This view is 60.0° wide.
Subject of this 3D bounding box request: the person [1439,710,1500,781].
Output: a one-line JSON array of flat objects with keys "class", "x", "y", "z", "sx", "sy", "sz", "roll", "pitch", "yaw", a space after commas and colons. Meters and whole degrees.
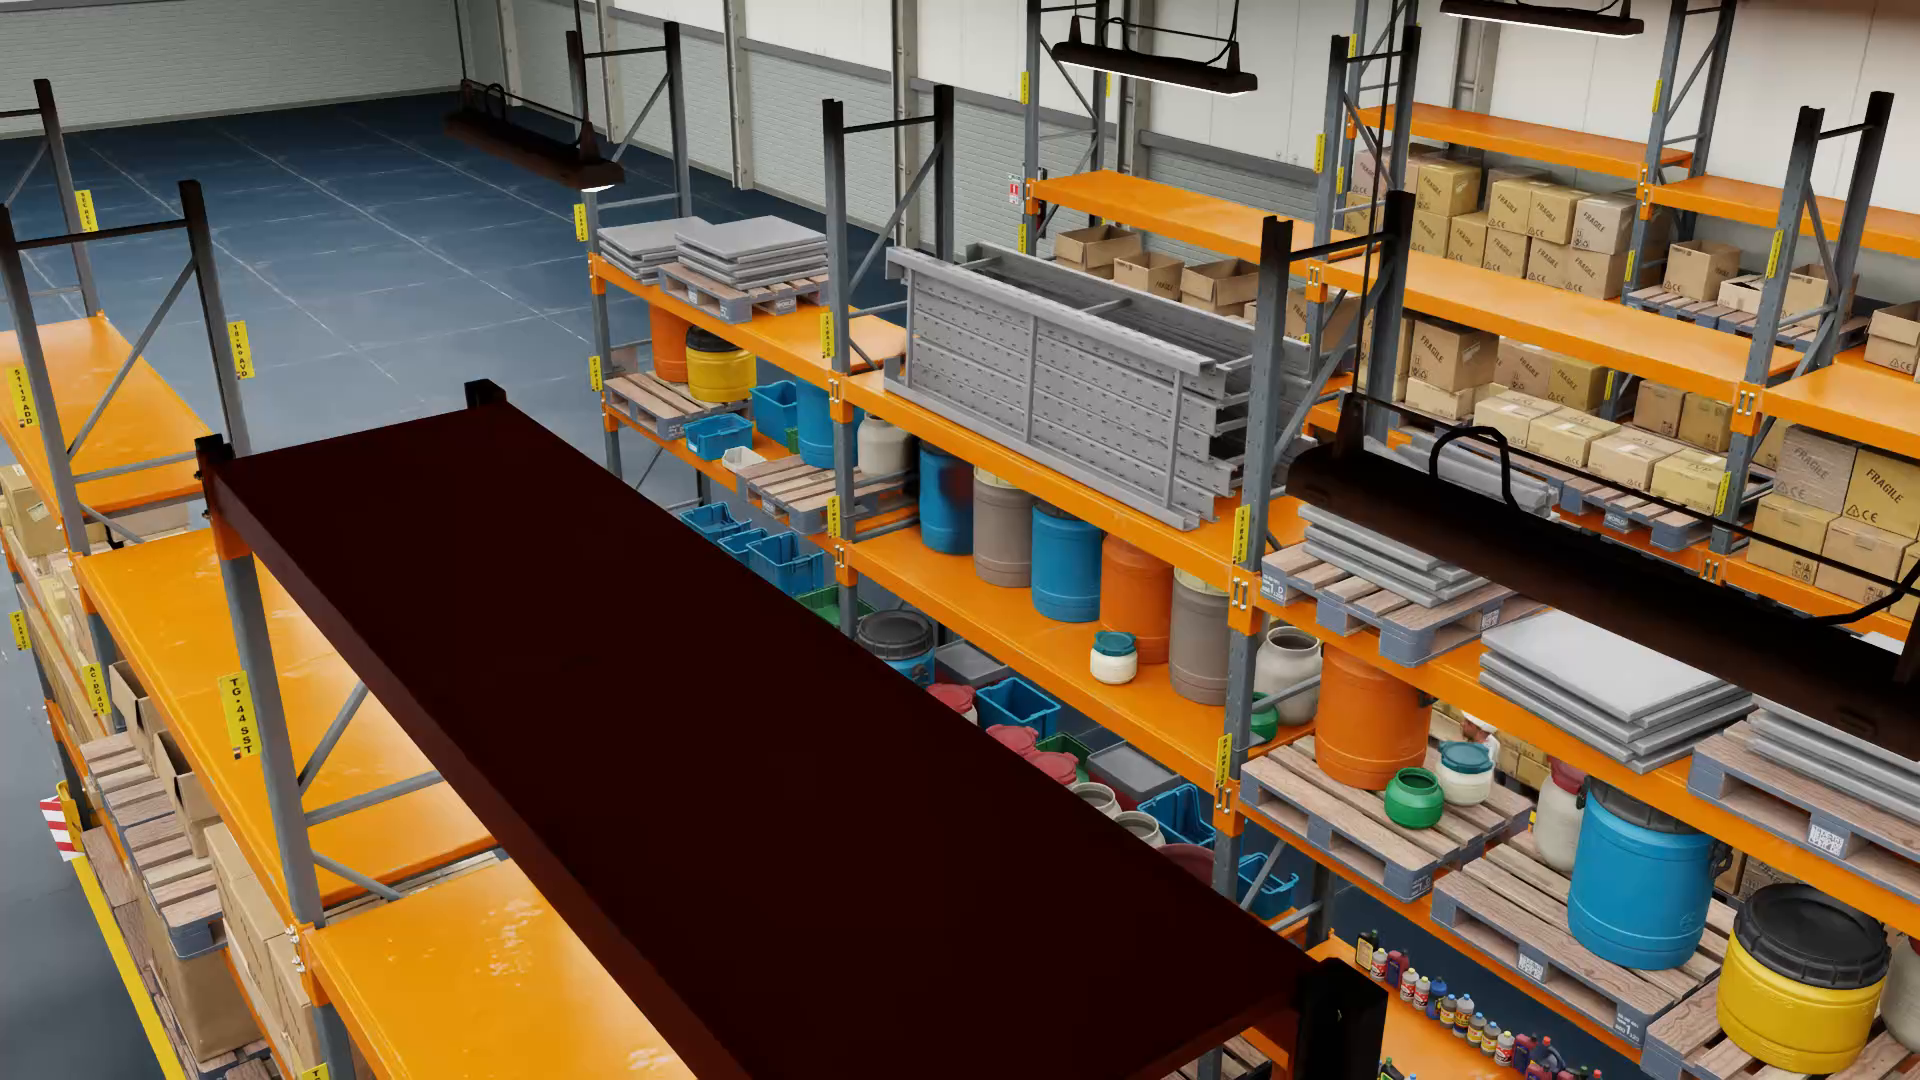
[{"class": "person", "x": 3.717, "y": 1.978, "z": 12.260, "sx": 0.599, "sy": 1.731, "sz": 0.885, "roll": -20, "pitch": 31, "yaw": -36}]
